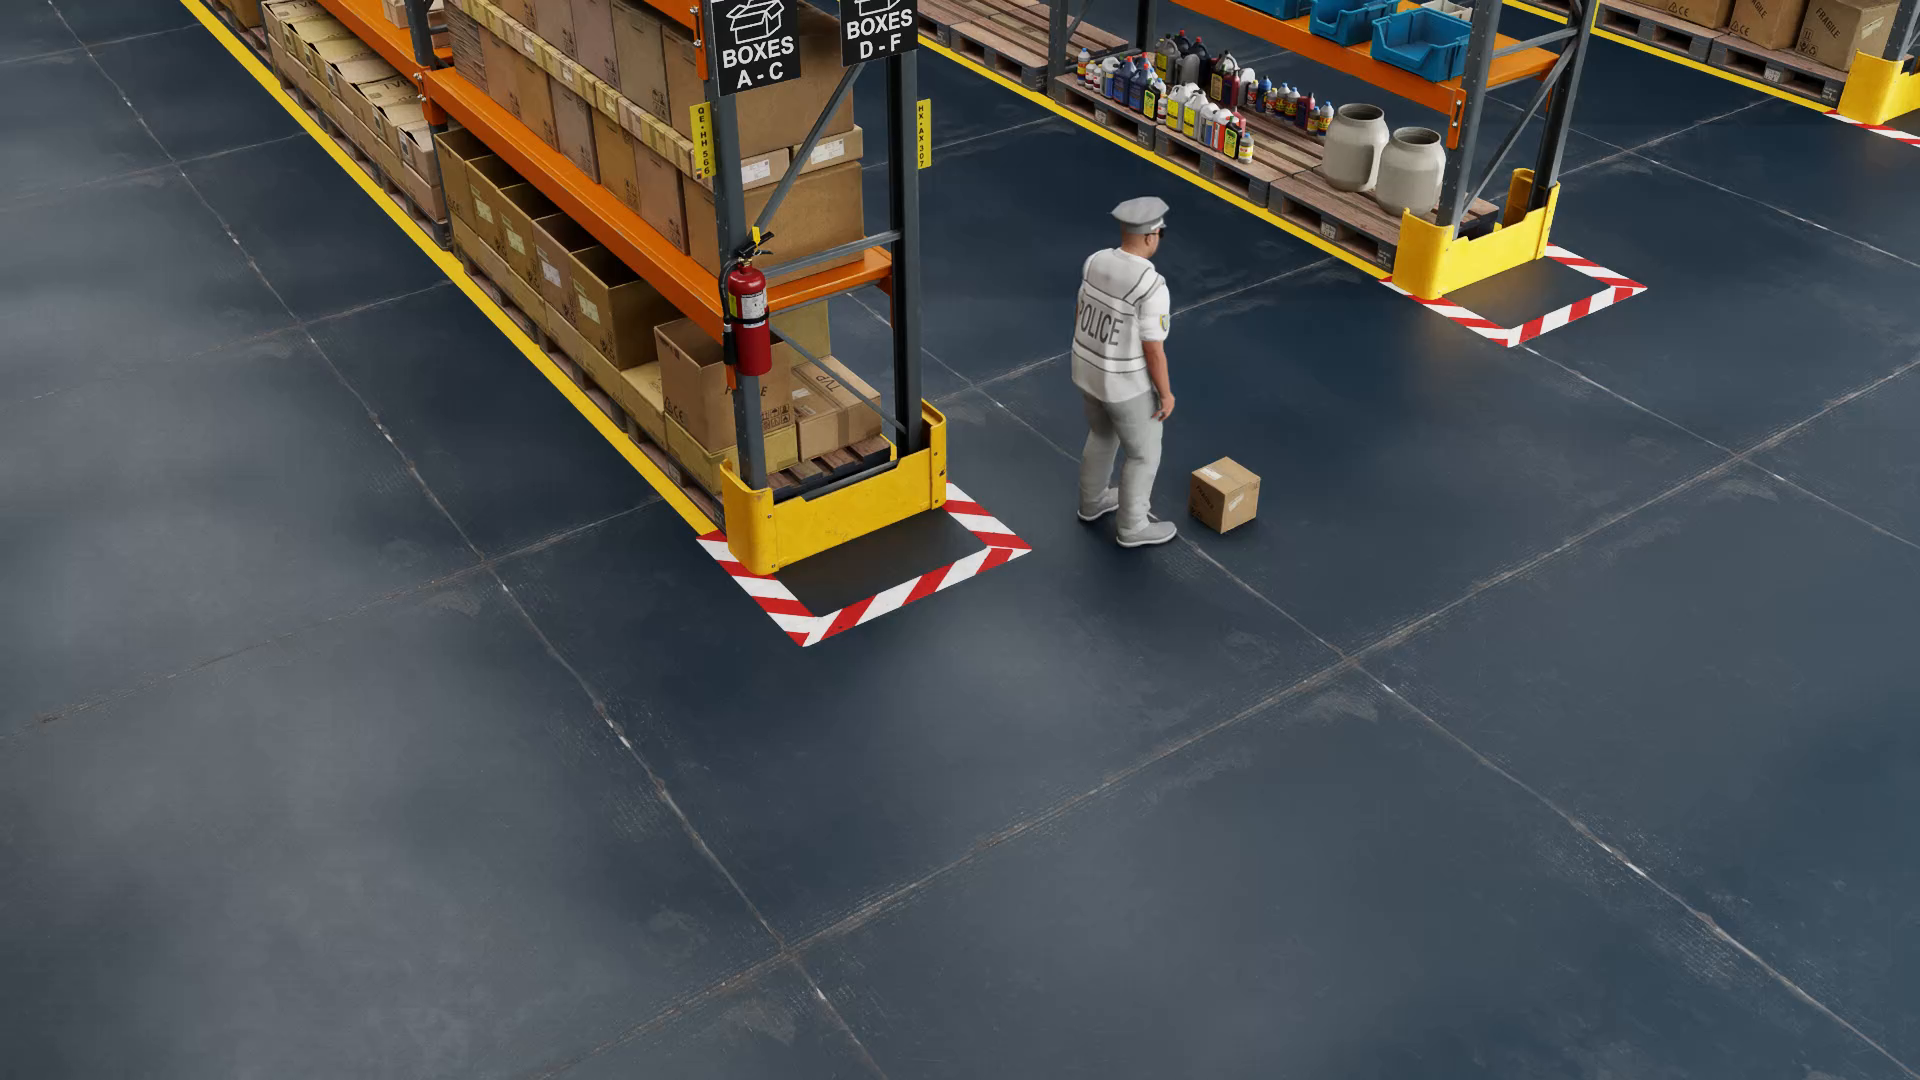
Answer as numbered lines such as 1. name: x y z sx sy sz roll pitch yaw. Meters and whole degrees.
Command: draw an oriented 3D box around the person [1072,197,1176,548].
1. person: 0.783 -0.793 8.082 0.432 1.748 0.598 -24 42 -29
